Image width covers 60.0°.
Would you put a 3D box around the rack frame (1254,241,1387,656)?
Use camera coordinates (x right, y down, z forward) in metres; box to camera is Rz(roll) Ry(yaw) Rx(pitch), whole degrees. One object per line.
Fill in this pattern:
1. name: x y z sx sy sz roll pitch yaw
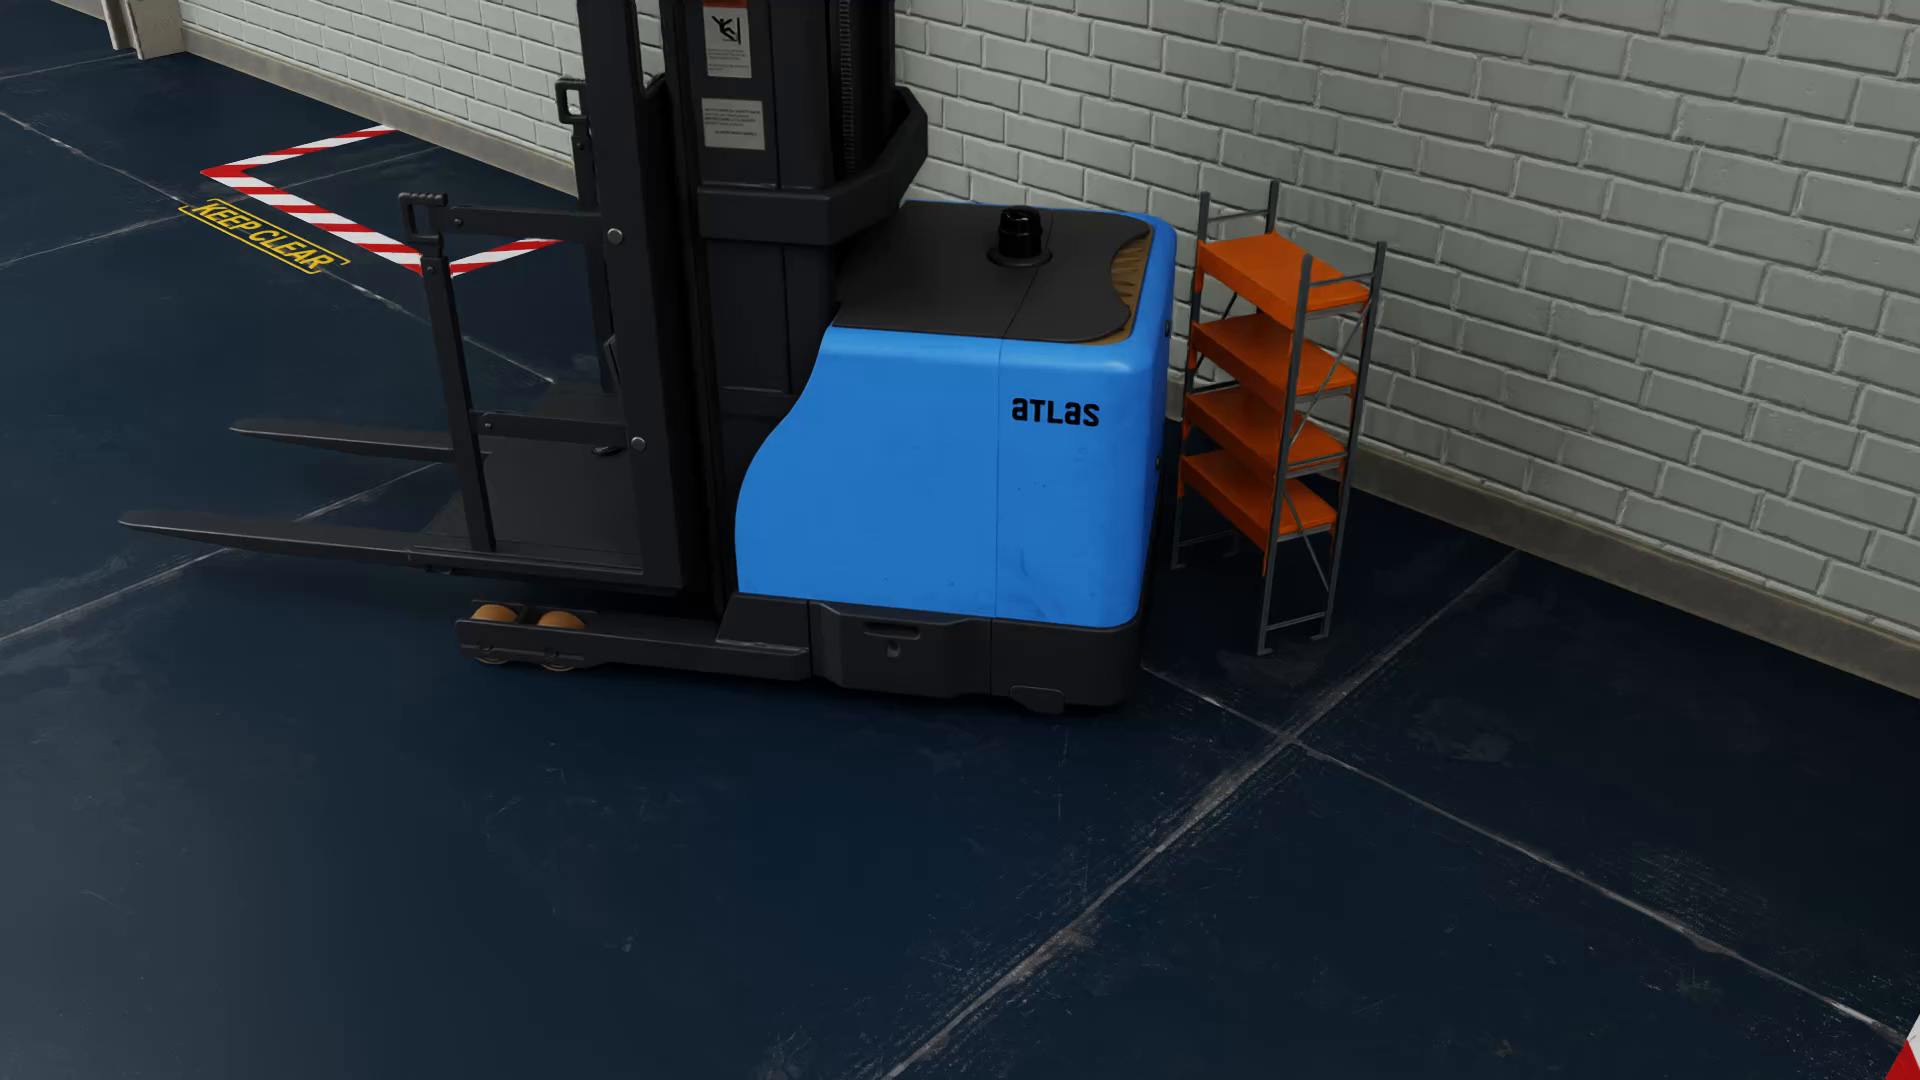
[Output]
1. rack frame: 0.951 -0.211 4.436 0.240 1.200 0.015 -13 34 -20

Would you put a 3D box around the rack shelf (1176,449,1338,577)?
1. rack shelf: 0.851 -0.101 4.765 0.258 0.148 0.480 -13 34 -20

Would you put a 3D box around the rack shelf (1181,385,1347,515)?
1. rack shelf: 0.853 -0.271 4.661 0.258 0.148 0.480 -13 34 -20

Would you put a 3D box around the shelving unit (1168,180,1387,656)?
1. shelving unit: 0.853 -0.328 4.626 0.258 1.200 0.503 -13 34 -20

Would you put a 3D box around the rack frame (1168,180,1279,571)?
1. rack frame: 0.756 -0.445 4.816 0.240 1.200 0.015 -13 34 -20

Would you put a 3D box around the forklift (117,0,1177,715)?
1. forklift: -0.943 -1.150 4.319 3.031 2.935 1.130 5 31 9

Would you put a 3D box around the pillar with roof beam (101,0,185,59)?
1. pillar with roof beam: -7.896 -5.252 5.249 0.400 9.000 9.100 25 39 35

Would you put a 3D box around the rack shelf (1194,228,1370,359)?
1. rack shelf: 0.856 -0.663 4.421 0.258 0.148 0.480 -13 34 -20

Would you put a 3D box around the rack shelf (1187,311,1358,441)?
1. rack shelf: 0.854 -0.462 4.544 0.258 0.148 0.480 -13 34 -20
